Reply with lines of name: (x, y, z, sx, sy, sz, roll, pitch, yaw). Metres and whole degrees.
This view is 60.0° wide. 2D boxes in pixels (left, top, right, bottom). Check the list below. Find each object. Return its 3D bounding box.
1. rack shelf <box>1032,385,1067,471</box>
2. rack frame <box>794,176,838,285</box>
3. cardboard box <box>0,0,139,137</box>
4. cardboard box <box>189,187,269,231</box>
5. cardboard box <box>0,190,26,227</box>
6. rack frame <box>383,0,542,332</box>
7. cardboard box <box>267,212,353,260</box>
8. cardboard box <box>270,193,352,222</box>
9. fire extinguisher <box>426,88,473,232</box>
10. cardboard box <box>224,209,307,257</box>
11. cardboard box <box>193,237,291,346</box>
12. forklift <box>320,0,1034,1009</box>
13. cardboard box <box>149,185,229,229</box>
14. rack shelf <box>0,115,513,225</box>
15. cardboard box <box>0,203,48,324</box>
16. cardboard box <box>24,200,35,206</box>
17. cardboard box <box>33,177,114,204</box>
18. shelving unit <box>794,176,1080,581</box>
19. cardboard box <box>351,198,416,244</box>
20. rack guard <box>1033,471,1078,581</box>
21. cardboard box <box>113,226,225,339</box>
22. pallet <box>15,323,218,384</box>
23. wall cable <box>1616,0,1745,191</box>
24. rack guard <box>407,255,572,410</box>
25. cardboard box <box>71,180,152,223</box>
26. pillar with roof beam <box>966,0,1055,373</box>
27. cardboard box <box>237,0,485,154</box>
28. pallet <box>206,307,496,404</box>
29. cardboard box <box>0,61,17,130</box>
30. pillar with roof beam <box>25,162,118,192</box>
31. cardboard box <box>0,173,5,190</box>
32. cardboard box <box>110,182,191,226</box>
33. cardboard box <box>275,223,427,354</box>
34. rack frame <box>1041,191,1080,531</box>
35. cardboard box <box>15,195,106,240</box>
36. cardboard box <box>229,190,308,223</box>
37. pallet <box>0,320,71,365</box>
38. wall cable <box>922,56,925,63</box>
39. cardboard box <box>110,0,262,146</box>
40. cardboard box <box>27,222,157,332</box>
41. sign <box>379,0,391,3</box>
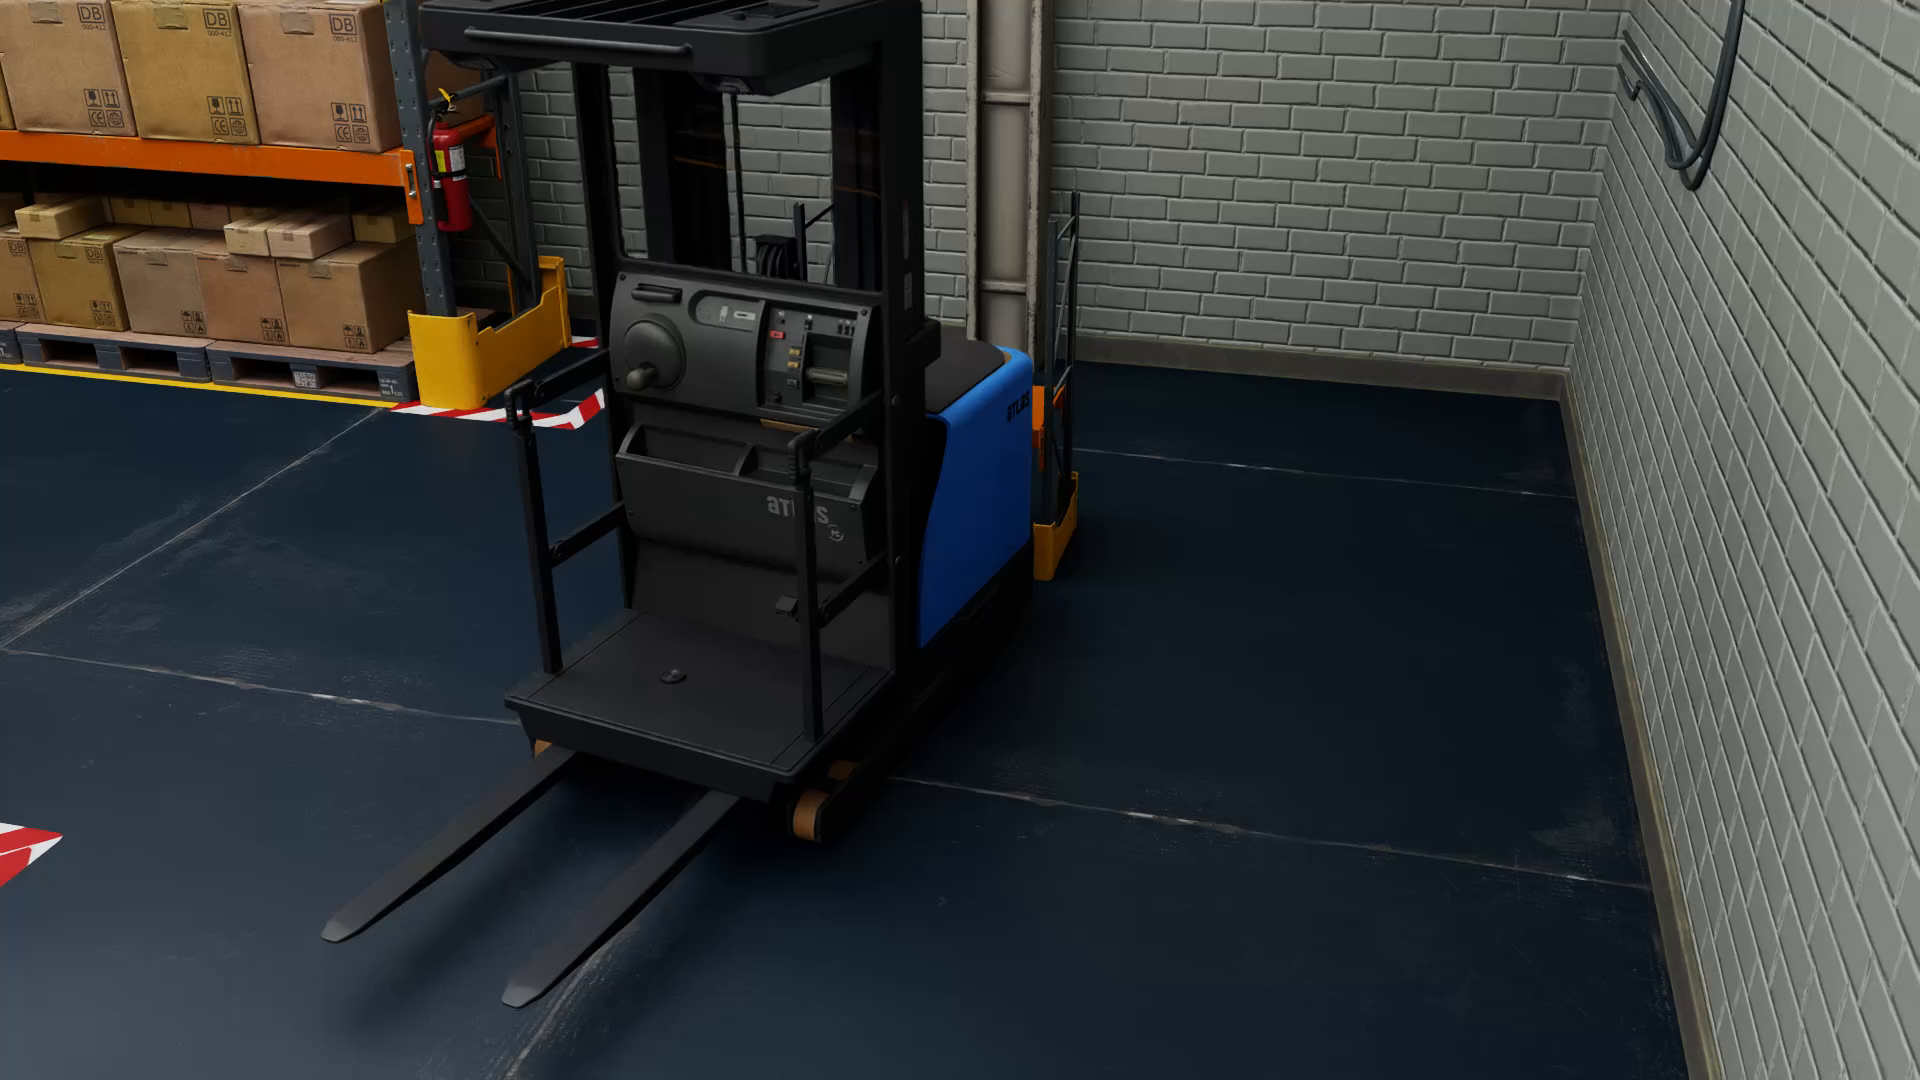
rack shelf: (-0.083, -0.524, 7.024, 1.000, 0.185, 0.538, 6, 26, 13)
rack frame: (-0.575, -0.741, 7.061, 0.032, 1.500, 0.500, 6, 26, 13)
cardboard box: (-4.509, -2.632, 8.941, 0.700, 0.700, 0.980, 5, 26, 10)
cardboard box: (-4.080, -1.853, 9.317, 0.250, 0.149, 0.380, 7, 26, 14)
cardboard box: (-5.458, -1.835, 9.279, 0.250, 0.149, 0.380, 7, 26, 15)
rack frame: (-2.569, -2.288, 8.566, 0.127, 3.000, 1.000, 6, 26, 13)
cardboard box: (-3.441, -1.613, 8.813, 0.250, 0.149, 0.380, 6, 26, 12)
cardboard box: (-3.592, -1.799, 9.203, 0.250, 0.149, 0.380, 6, 26, 13)
fire extinguisher: (-2.538, -1.876, 8.225, 0.183, 0.674, 0.296, 6, 26, 13)
cardboard box: (-3.689, -1.640, 8.870, 0.250, 0.149, 0.380, 7, 26, 14)
cardboard box: (-3.756, -1.436, 9.195, 0.500, 0.500, 0.700, 6, 26, 13)
forklift: (-0.788, -0.581, 5.062, 1.130, 2.935, 3.031, 11, 28, 22)
cardboard box: (-4.329, -1.880, 9.374, 0.250, 0.149, 0.380, 7, 26, 14)
rack shelf: (-4.506, -2.177, 9.170, 4.000, 0.370, 1.077, 6, 26, 13)
cardboard box: (-5.258, -1.599, 9.539, 0.500, 0.500, 0.700, 6, 26, 12)
cardboard box: (-5.744, -1.654, 9.655, 0.500, 0.500, 0.700, 7, 26, 14)
cardboard box: (-5.069, -1.962, 9.546, 0.250, 0.149, 0.380, 5, 26, 11)
shelving unit: (-0.074, -0.685, 6.945, 1.083, 1.500, 0.587, 6, 26, 13)
cardboard box: (-3.101, -1.745, 9.090, 0.250, 0.149, 0.380, 6, 26, 13)
rack guard: (0.408, -0.068, 7.101, 0.087, 0.250, 0.587, 6, 26, 13)
cardboard box: (-4.244, -1.489, 9.308, 0.500, 0.500, 0.700, 5, 26, 11)
pallet: (-4.541, -1.213, 9.553, 1.213, 0.211, 1.003, 6, 26, 13)
wall cable: (2.820, -2.840, 6.359, 0.112, 2.526, 3.097, 6, 26, 13)
rack guard: (-2.546, -1.157, 9.098, 0.348, 0.500, 1.175, 6, 26, 13)
cardboard box: (-4.824, -1.934, 9.488, 0.250, 0.149, 0.380, 7, 26, 14)
pillar with roof beam: (-0.811, -3.275, 3.661, 0.400, 9.000, 9.100, 6, 26, 13)
cardboard box: (-3.065, -2.474, 8.607, 0.700, 0.700, 0.980, 8, 26, 15)
pallet: (-3.363, -1.082, 9.277, 1.213, 0.211, 1.003, 6, 26, 13)
cardboard box: (-5.216, -2.706, 9.096, 0.700, 0.700, 0.980, 6, 26, 12)
pillar with roof beam: (-6.622, -3.918, 5.010, 0.400, 9.000, 9.100, 6, 26, 13)
cardboard box: (-5.835, -2.045, 9.721, 0.250, 0.149, 0.380, 6, 26, 13)
cardboard box: (-4.574, -1.907, 9.431, 0.250, 0.149, 0.380, 6, 26, 12)
cardboard box: (-3.272, -1.382, 9.083, 0.500, 0.500, 0.700, 6, 26, 13)
rack frame: (0.410, -0.632, 6.832, 0.032, 1.500, 0.500, 6, 26, 13)
cardboard box: (-4.952, -1.779, 9.161, 0.250, 0.149, 0.380, 6, 26, 12)
cardboard box: (-3.834, -1.826, 9.260, 0.250, 0.149, 0.380, 7, 26, 13)
pallet: (-5.726, -1.343, 9.825, 1.213, 0.211, 1.003, 6, 26, 13)
wall cable: (-1.093, -3.003, 8.887, 1.851, 1.984, 0.084, 6, 26, 13)
cardboard box: (-3.773, -2.547, 8.761, 0.700, 0.700, 0.980, 6, 26, 13)
cardboard box: (-4.762, -1.543, 9.421, 0.500, 0.500, 0.700, 7, 26, 14)
sign: (-2.717, -2.693, 7.795, 0.005, 0.325, 0.100, 6, 26, 13)
